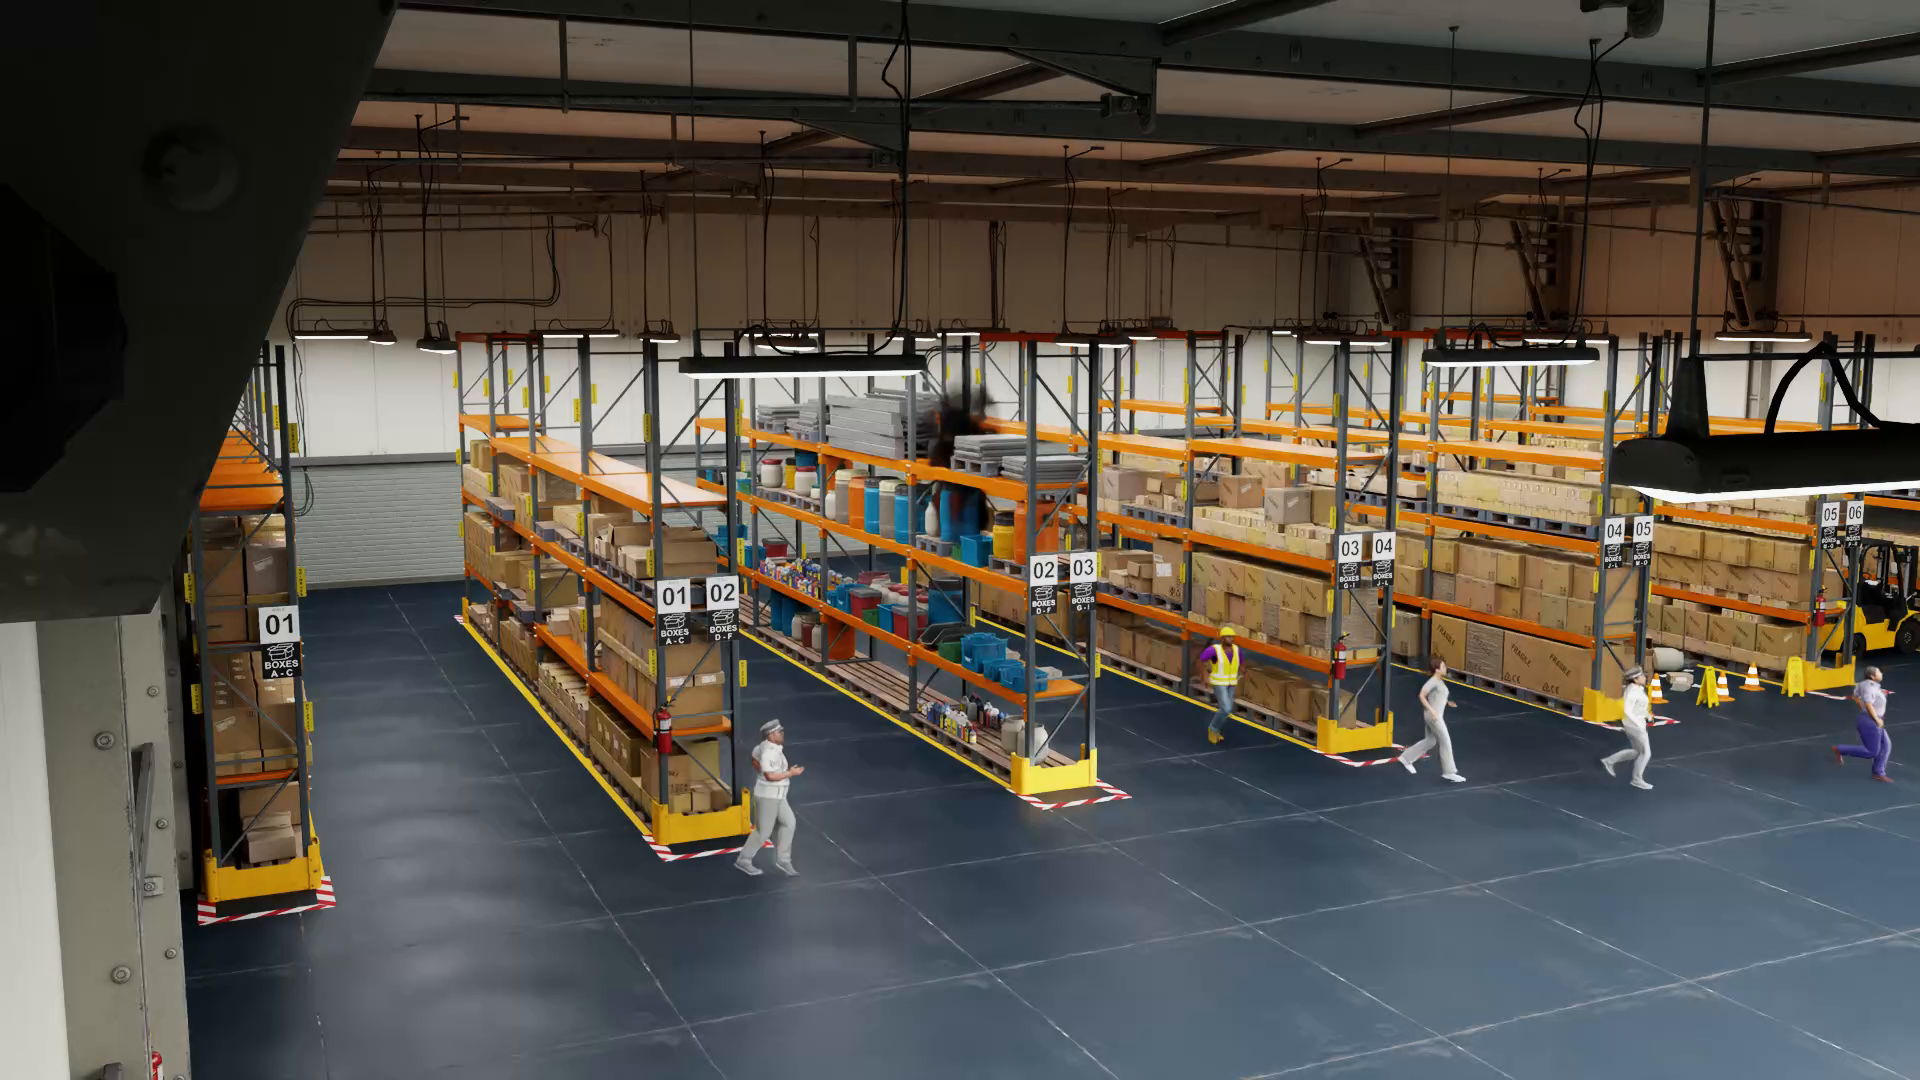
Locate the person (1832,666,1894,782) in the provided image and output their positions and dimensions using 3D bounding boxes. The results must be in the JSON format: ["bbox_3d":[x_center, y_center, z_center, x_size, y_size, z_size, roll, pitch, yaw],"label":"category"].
[{"bbox_3d":[12.380,2.510,22.726,0.806,1.619,0.606,3,8,23],"label":"person"}]

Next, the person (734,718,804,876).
[{"bbox_3d":[-2.148,2.938,18.854,0.775,1.856,0.659,0,8,0],"label":"person"}]

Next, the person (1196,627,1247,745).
[{"bbox_3d":[3.934,2.156,24.662,0.697,1.754,0.666,-4,9,-28],"label":"person"}]

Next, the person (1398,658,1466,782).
[{"bbox_3d":[6.476,2.433,22.742,0.914,1.659,0.592,3,8,18],"label":"person"}]

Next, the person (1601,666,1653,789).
[{"bbox_3d":[9.037,2.507,22.395,0.635,1.686,0.613,2,8,16],"label":"person"}]
